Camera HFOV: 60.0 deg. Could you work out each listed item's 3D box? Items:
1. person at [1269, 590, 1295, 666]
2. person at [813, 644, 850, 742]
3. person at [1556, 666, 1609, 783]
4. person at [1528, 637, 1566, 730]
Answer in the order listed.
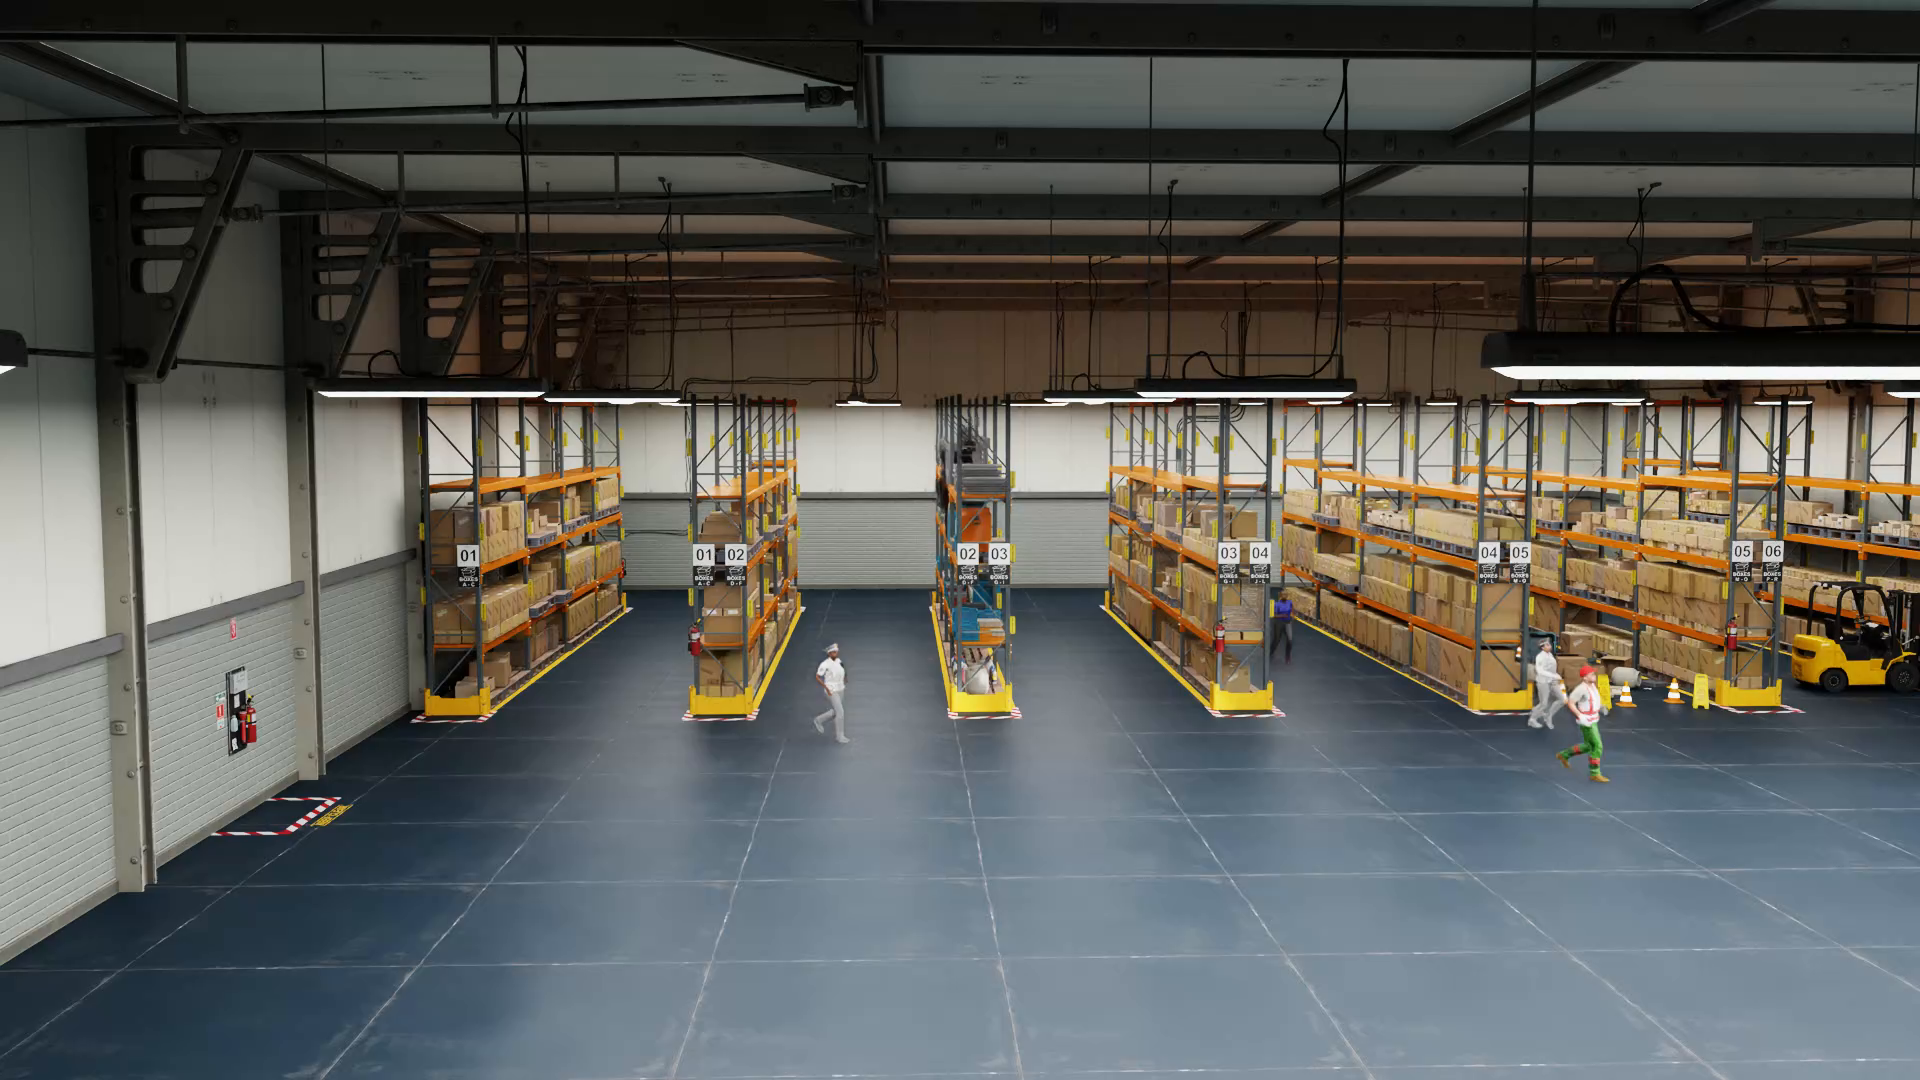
[{"bbox_3d":[7.261,1.963,37.389,0.586,1.704,0.892,-1,5,-7],"label":"person"},{"bbox_3d":[-2.220,2.632,28.796,0.783,1.691,0.574,3,5,34],"label":"person"},{"bbox_3d":[9.662,2.821,25.728,0.816,1.779,0.646,4,6,38],"label":"person"},{"bbox_3d":[10.500,2.561,29.702,0.623,1.670,0.635,-4,6,-40],"label":"person"}]
